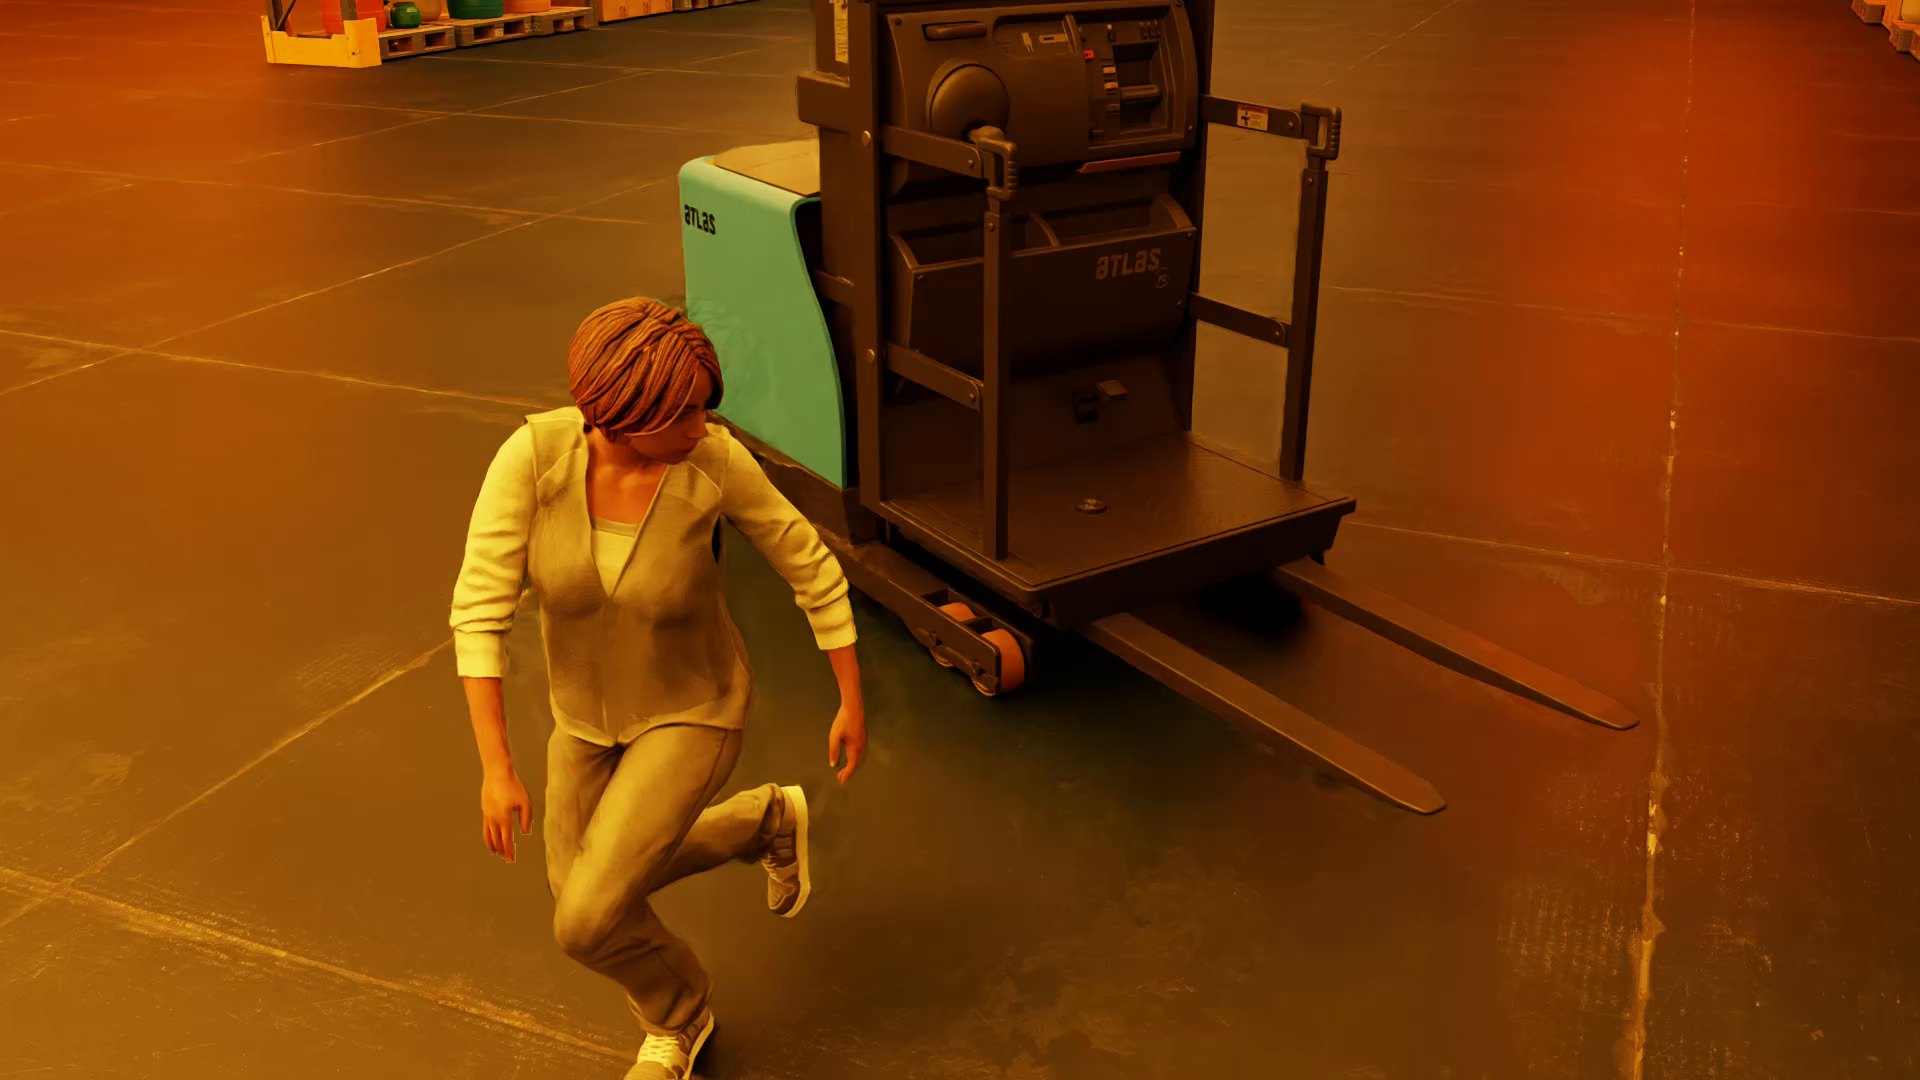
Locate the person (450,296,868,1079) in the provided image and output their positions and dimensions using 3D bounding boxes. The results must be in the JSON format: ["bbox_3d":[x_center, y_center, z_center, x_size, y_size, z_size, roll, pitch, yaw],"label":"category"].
[{"bbox_3d":[-0.433,0.254,2.711,0.543,1.396,0.730,8,24,19],"label":"person"}]

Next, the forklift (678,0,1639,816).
[{"bbox_3d":[0.349,-1.170,4.092,1.130,2.935,3.031,-14,27,-31],"label":"forklift"}]
